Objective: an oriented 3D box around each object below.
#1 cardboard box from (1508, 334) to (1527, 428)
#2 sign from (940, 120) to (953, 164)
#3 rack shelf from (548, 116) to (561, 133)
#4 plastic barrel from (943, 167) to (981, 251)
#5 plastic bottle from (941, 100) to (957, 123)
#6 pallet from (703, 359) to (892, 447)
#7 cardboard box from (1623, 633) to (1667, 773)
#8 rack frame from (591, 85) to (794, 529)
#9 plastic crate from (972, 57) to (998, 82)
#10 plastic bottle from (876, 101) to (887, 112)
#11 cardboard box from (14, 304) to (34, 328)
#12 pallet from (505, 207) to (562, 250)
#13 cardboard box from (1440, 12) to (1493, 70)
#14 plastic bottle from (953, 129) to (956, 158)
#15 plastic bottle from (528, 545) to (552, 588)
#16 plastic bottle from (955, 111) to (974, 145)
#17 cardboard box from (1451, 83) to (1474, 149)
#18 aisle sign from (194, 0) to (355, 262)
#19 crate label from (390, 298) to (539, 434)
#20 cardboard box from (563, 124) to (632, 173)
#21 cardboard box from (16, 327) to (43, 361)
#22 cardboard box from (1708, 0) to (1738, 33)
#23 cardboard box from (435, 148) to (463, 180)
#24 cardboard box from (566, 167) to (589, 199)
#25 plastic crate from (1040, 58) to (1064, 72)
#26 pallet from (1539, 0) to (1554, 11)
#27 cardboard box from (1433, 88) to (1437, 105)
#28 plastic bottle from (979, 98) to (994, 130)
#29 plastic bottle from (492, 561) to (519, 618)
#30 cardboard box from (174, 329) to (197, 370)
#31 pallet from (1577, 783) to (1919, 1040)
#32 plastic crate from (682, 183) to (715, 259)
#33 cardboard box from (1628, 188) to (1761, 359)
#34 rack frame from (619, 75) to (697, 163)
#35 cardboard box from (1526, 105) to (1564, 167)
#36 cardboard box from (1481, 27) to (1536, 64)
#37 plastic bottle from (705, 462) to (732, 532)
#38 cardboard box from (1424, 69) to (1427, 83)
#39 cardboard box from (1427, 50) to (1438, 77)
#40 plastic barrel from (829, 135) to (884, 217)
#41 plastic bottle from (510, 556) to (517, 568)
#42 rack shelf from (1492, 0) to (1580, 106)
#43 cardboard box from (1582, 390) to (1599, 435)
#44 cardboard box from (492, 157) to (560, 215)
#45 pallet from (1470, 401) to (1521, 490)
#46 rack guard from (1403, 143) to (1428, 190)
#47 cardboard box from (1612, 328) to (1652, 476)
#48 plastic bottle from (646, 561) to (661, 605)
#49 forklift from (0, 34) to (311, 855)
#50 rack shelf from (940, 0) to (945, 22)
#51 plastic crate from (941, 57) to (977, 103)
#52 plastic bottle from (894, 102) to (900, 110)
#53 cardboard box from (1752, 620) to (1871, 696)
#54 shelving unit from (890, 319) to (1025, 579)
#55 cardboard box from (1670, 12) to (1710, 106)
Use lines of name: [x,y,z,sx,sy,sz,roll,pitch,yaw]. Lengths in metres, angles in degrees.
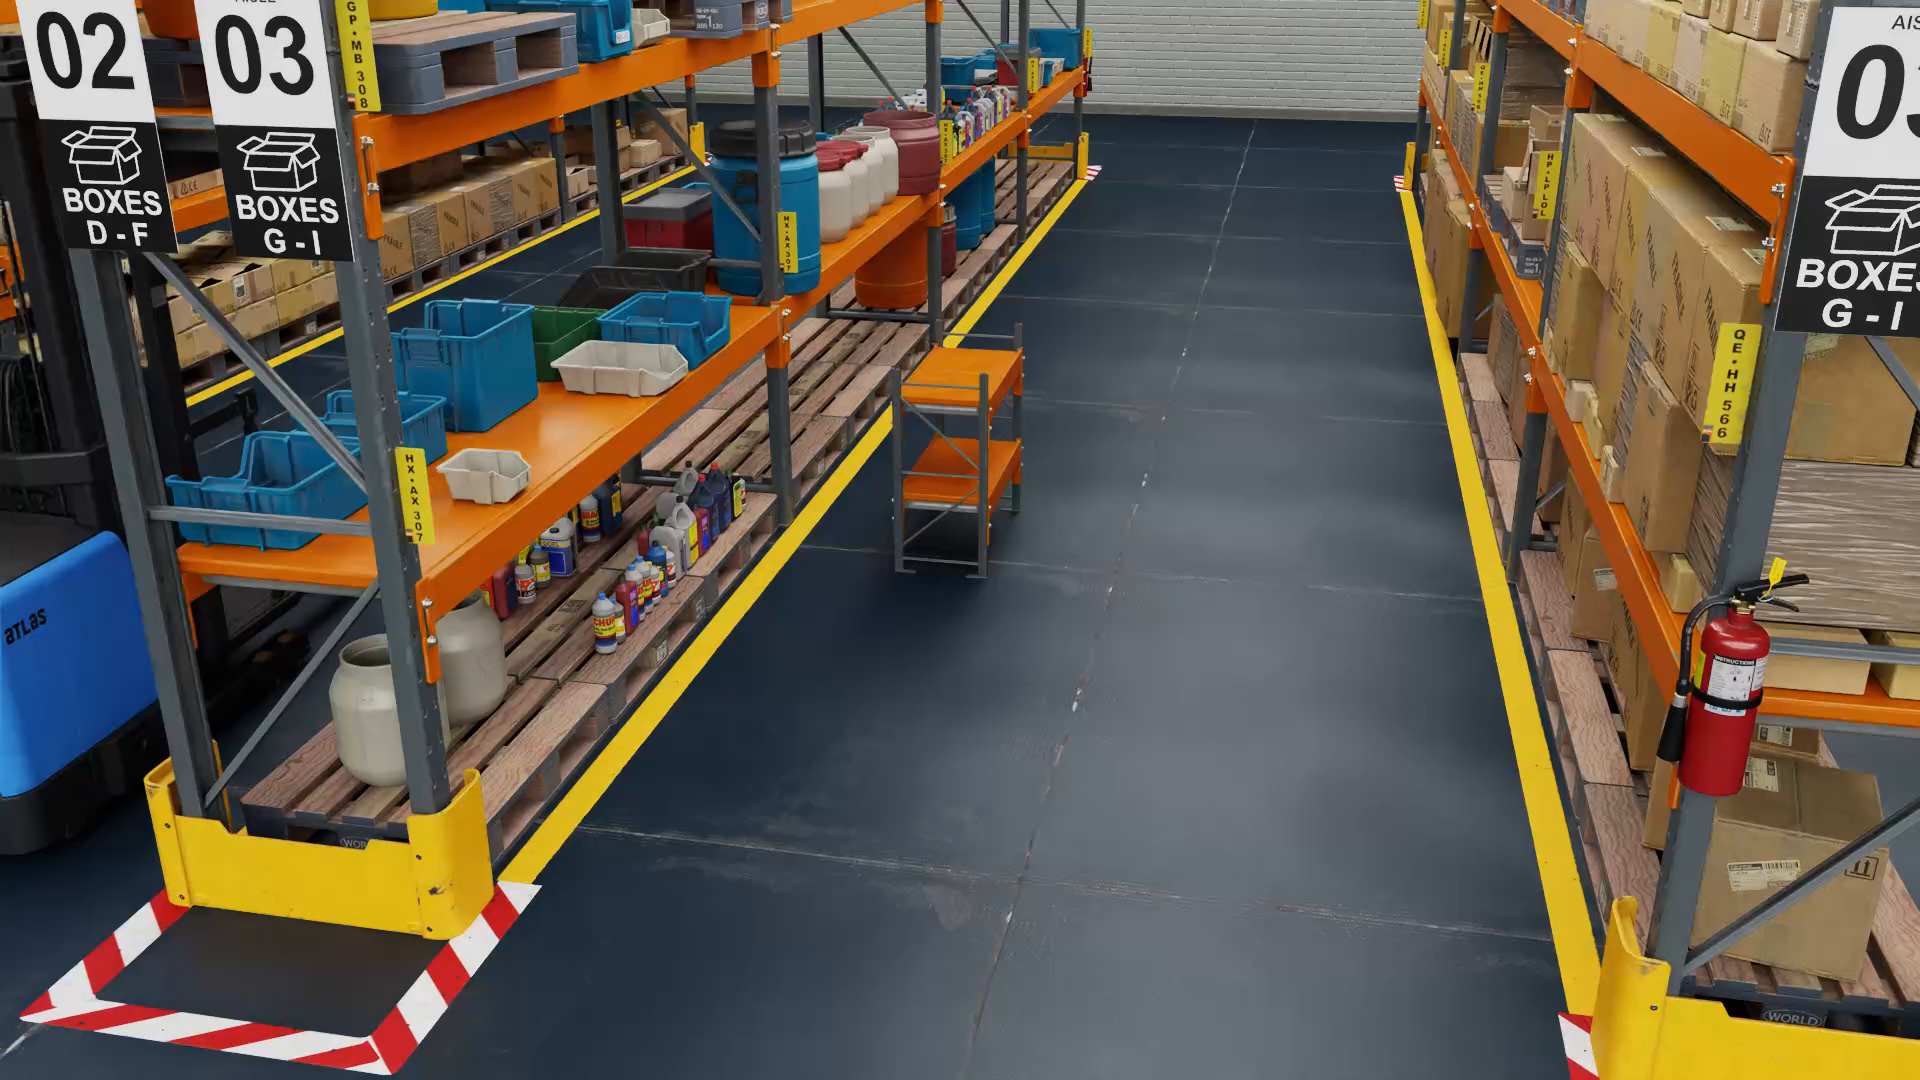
cardboard box: [3.877,-0.989,10.551,0.700,0.500,0.500,6,23,15]
sign: [-0.105,-3.016,12.609,0.100,0.325,0.005,4,22,11]
rack shelf: [-5.085,-3.757,15.629,1.077,0.370,4.000,4,22,11]
plastic barrel: [-0.101,-3.208,15.550,0.600,0.901,0.708,4,22,11]
plastic bottle: [-0.097,-3.618,14.389,0.144,0.351,0.185,4,22,11]
pallet: [-1.092,-0.961,11.458,1.003,0.211,1.213,4,22,11]
cardboard box: [2.950,0.612,6.602,0.500,0.500,0.500,7,23,16]
rack frame: [-1.461,-1.517,9.105,1.000,3.000,0.127,4,22,11]
plastic crate: [0.285,-5.199,18.392,0.416,0.233,0.300,4,22,11]
plastic bottle: [-0.674,-3.611,14.370,0.144,0.351,0.185,4,22,11]
cardboard box: [-6.408,-1.436,11.272,0.500,0.311,0.500,5,22,12]
pallet: [-4.806,-3.228,17.086,1.003,0.211,1.213,4,22,11]
cardboard box: [4.958,-4.853,16.187,0.500,0.500,0.500,5,22,11]
plastic bottle: [-0.074,-3.274,13.624,0.061,0.283,0.133,4,22,11]
plastic bottle: [-2.068,0.126,8.182,0.097,0.201,0.097,0,22,0]
plastic bottle: [0.043,-3.563,14.352,0.152,0.276,0.135,4,22,11]
cardboard box: [4.477,-3.596,14.132,0.500,0.500,0.500,4,22,10]
aisle sign: [-2.005,-1.211,4.867,0.394,0.787,0.004,4,22,11]
crate label: [-2.167,-0.764,7.189,0.502,0.435,0.616,4,22,11]
cardboard box: [-4.299,-4.555,19.402,0.797,0.503,0.637,4,22,11]
cardboard box: [-5.982,-1.208,10.705,0.500,0.311,0.500,5,22,11]
cardboard box: [2.467,-1.597,4.956,0.380,0.149,0.250,5,22,11]
cardboard box: [-5.219,-3.690,16.254,0.500,0.250,0.500,5,22,11]
cardboard box: [-4.380,-3.916,18.071,0.500,0.311,0.500,4,22,11]
plastic crate: [0.998,-5.499,19.266,0.396,0.136,0.243,4,22,11]
pallet: [3.826,-3.041,9.125,1.213,0.211,1.003,4,22,11]
cardboard box: [4.971,-4.462,16.753,0.380,0.149,0.250,5,22,12]
plastic bottle: [0.230,-3.899,15.184,0.152,0.276,0.135,4,22,11]
plastic bottle: [-2.149,0.214,7.853,0.061,0.283,0.133,4,22,11]
cardboard box: [-5.776,-1.321,11.736,0.500,0.250,0.500,4,22,9]
pallet: [2.787,1.295,5.857,1.003,0.211,1.213,4,22,11]
plastic crate: [-1.541,-1.937,10.169,0.392,0.384,0.575,4,22,11]
cardboard box: [2.642,-0.911,5.729,0.500,0.500,0.500,4,22,11]
rack frame: [-3.861,-6.285,20.943,1.000,3.000,0.127,4,22,11]
cardboard box: [4.133,-2.643,11.205,0.500,0.500,0.500,2,22,4]
cardboard box: [4.635,-3.864,13.456,0.797,0.503,0.637,5,23,13]
plastic bottle: [-1.311,-0.235,8.879,0.144,0.351,0.185,4,22,9]
cardboard box: [5.338,-5.119,18.386,0.380,0.149,0.250,4,22,10]
cardboard box: [5.268,-5.068,17.724,0.500,0.250,0.500,4,22,9]
plastic barrel: [-0.732,-2.485,11.360,0.421,0.512,0.421,0,22,0]
plastic bottle: [-2.225,0.159,8.000,0.152,0.276,0.135,4,22,9]
rack shelf: [3.795,-2.929,9.558,1.077,0.370,4.000,4,22,11]
cardboard box: [2.818,-0.508,6.937,0.380,0.149,0.250,4,22,11]
cardboard box: [-4.497,-3.664,17.193,0.500,0.500,0.500,4,22,11]
pallet: [3.792,-0.578,10.507,1.003,0.211,1.213,4,22,11]
rack guard: [5.841,-4.378,19.554,1.175,0.500,0.348,4,22,11]
cardboard box: [2.839,-0.432,5.878,0.875,0.500,0.500,4,22,11]
plastic bottle: [-1.492,0.202,7.993,0.097,0.201,0.097,0,22,0]
forklift: [-3.702,-0.697,7.161,1.130,2.935,3.031,4,22,10]
rack shelf: [-0.237,-4.769,14.128,1.077,0.370,4.000,4,22,11]
plastic crate: [-0.068,-4.660,16.850,0.392,0.384,0.575,4,22,11]
plastic bottle: [-0.583,-3.779,14.894,0.097,0.271,0.097,0,22,0]
cardboard box: [2.427,0.320,4.880,0.380,0.149,0.250,4,22,11]
shelving unit: [0.001,-0.524,9.150,0.538,1.125,1.048,4,22,11]
cardboard box: [2.633,-1.564,5.407,0.500,0.250,0.500,5,22,12]
